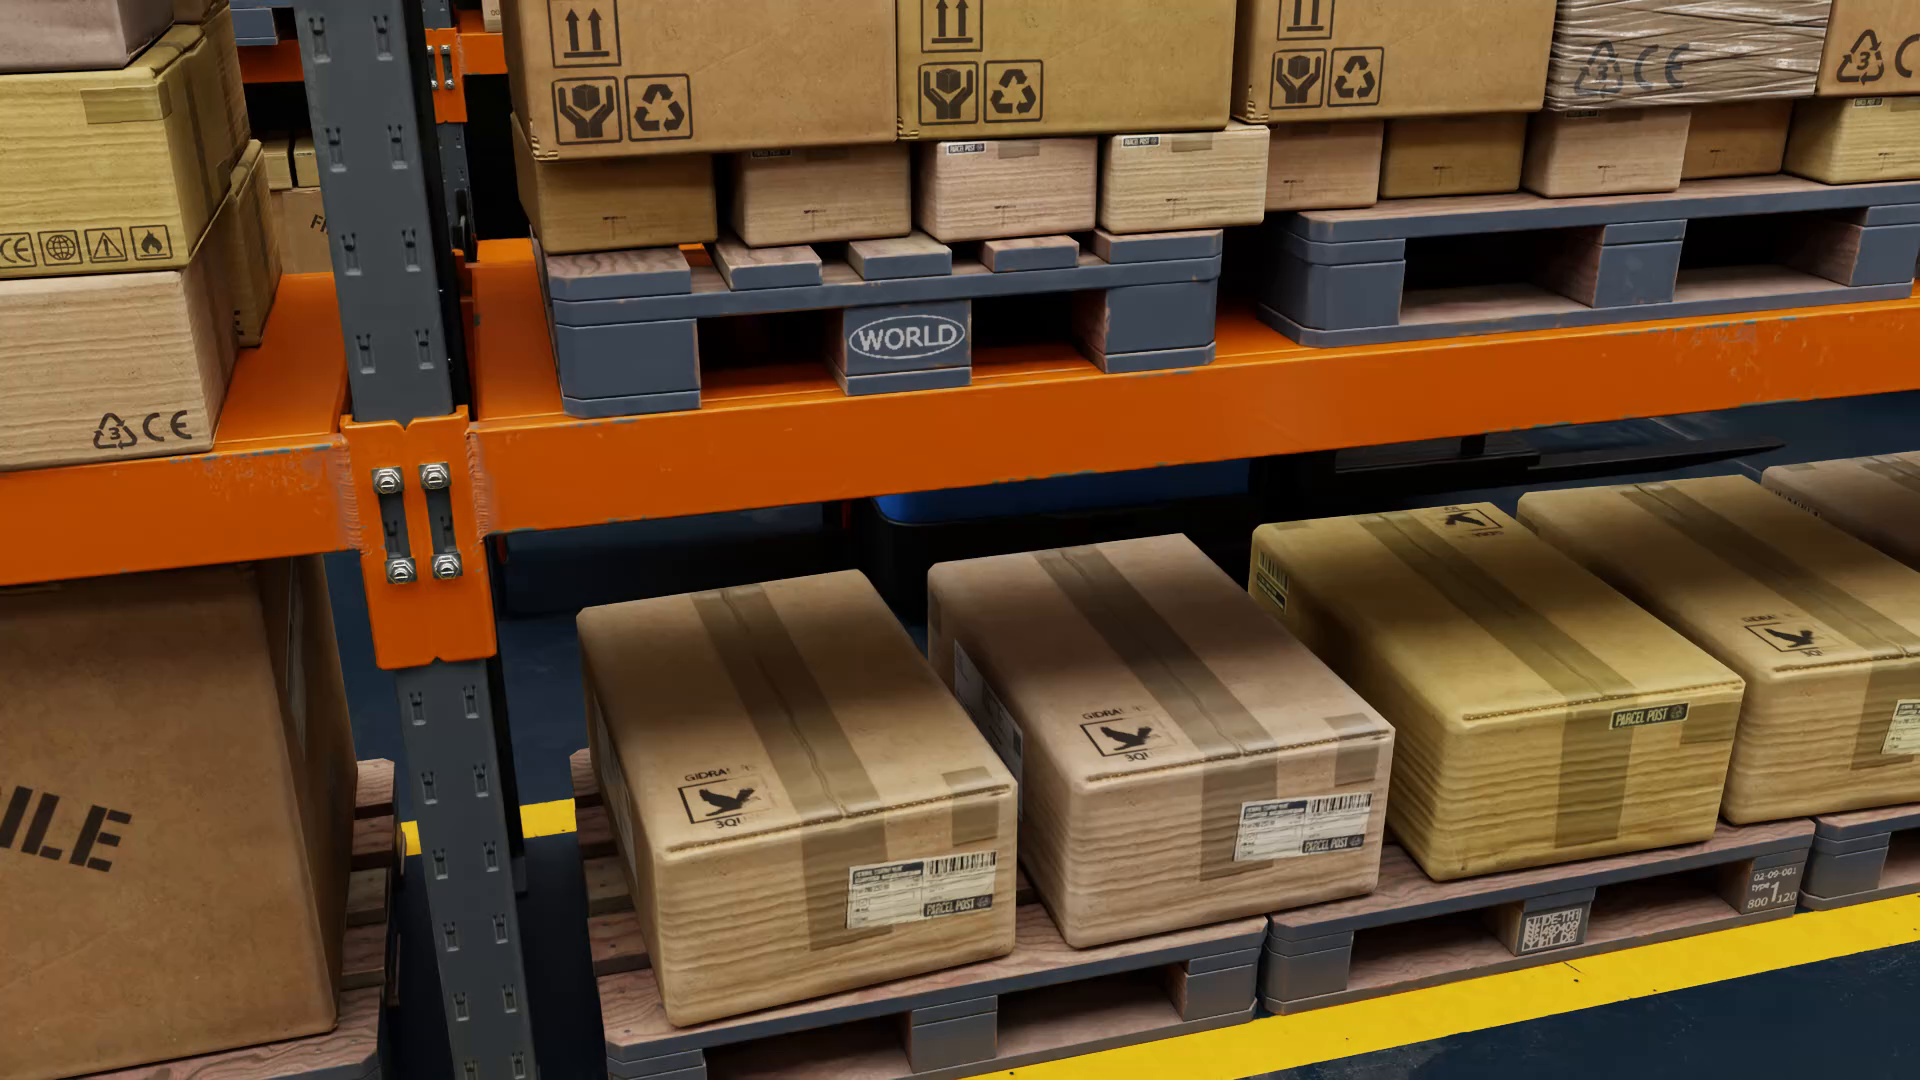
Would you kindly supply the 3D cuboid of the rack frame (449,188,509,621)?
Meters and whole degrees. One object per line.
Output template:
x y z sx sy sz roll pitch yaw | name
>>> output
-1.358 -0.385 4.721 0.032 1.125 0.500 -6 24 -13 | rack frame

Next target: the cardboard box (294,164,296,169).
-2.721 -1.506 7.592 0.500 0.500 0.500 -5 24 -12 | cardboard box

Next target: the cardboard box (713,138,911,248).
-0.251 -0.575 2.571 0.250 0.149 0.380 -8 24 -18 | cardboard box

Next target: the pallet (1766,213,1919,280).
2.181 -0.828 3.618 1.213 0.211 1.003 -6 24 -14 | pallet

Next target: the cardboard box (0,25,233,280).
-1.293 -0.529 2.234 0.500 0.250 0.500 -6 24 -15 | cardboard box

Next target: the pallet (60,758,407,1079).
-1.675 0.821 3.069 1.213 0.211 1.003 -6 24 -14 | pallet

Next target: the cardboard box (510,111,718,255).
-0.532 -0.557 2.531 0.250 0.149 0.380 -8 24 -17 | cardboard box

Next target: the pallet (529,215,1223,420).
-0.238 -0.544 2.957 1.003 0.211 1.213 -6 24 -14 | pallet

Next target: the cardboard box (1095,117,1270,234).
0.295 -0.608 2.648 0.250 0.149 0.380 -6 24 -14 | cardboard box

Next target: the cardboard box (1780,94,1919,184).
1.549 -0.757 2.995 0.250 0.149 0.380 -6 24 -14 | cardboard box

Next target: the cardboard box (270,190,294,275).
-3.074 -1.268 7.039 0.500 0.500 0.500 -7 24 -15 | cardboard box

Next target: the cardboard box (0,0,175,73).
-1.323 -0.867 2.071 0.500 0.500 0.500 -7 24 -16 | cardboard box

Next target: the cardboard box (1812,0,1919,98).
1.597 -1.075 2.915 0.500 0.500 0.500 -5 24 -13 | cardboard box

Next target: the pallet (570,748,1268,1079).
-0.143 0.683 3.391 1.213 0.211 1.003 -6 24 -14 | pallet

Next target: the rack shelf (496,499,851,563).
-0.865 -0.209 4.931 1.000 0.278 0.538 -6 24 -13 | rack shelf

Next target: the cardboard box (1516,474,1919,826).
1.760 0.207 3.762 0.625 0.372 0.950 -5 24 -11 | cardboard box

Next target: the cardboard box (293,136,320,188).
-2.647 -1.593 6.974 0.250 0.149 0.380 -8 24 -17 | cardboard box

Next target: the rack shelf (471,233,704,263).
-0.865 -0.703 4.719 1.000 0.278 0.538 -6 24 -13 | rack shelf

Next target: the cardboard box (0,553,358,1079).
-1.583 0.310 2.886 0.875 0.875 0.875 -7 24 -15 | cardboard box

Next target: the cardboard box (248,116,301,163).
-3.089 -1.787 7.425 0.250 0.149 0.380 -6 24 -13 | cardboard box

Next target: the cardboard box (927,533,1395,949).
0.360 0.361 3.405 0.625 0.372 0.950 -7 24 -15 | cardboard box

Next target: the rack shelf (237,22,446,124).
-4.166 -1.856 6.684 4.000 0.370 1.077 -6 24 -14 | rack shelf

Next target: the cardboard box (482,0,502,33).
-1.747 -2.285 6.962 0.500 0.250 0.500 -6 24 -14 | cardboard box

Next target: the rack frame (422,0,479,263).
-2.240 -2.400 7.039 0.127 3.000 1.000 -6 24 -14 | rack frame

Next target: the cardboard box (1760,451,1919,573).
2.452 0.130 3.944 0.625 0.372 0.950 -6 24 -14 | cardboard box

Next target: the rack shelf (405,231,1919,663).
1.030 -0.398 3.286 4.000 0.370 1.077 -6 24 -14 | rack shelf

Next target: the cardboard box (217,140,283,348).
-1.435 -0.490 2.779 0.500 0.250 0.500 -7 24 -15 | cardboard box

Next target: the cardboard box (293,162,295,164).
-3.199 -1.461 7.488 0.500 0.500 0.500 -6 24 -14 | cardboard box

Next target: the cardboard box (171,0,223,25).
-1.436 -1.062 2.525 0.500 0.500 0.500 -7 24 -16 | cardboard box

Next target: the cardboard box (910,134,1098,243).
0.025 -0.586 2.598 0.250 0.149 0.380 -8 24 -18 | cardboard box

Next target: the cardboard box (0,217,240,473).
-1.312 -0.294 2.322 0.500 0.250 0.500 -7 24 -16 | cardboard box

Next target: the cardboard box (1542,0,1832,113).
1.093 -1.019 2.784 0.500 0.500 0.500 -7 24 -16 | cardboard box

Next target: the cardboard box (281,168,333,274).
-2.589 -1.317 7.154 0.500 0.500 0.500 -6 24 -13 | cardboard box

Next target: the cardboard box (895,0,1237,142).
0.100 -0.910 2.529 0.500 0.500 0.500 -5 24 -12 | cardboard box

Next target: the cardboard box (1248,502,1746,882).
1.091 0.282 3.588 0.625 0.372 0.950 -6 24 -13 | cardboard box

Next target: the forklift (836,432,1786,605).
1.142 -1.436 4.881 3.031 2.935 1.130 -6 24 -13 | forklift

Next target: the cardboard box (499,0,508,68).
-0.533 -1.045 2.846 0.500 0.500 0.500 -7 24 -16 | cardboard box

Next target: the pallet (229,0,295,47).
-2.874 -2.213 6.846 1.003 0.211 1.213 -6 24 -14 | pallet

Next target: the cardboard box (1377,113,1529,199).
0.768 -0.708 2.882 0.250 0.149 0.380 -5 24 -12 | cardboard box

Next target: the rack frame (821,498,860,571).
-0.372 -0.482 4.948 0.032 1.125 0.500 -6 24 -13 | rack frame

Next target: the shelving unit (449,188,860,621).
-0.865 -0.434 4.834 1.048 1.125 0.538 -6 24 -13 | shelving unit

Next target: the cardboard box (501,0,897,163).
-0.400 -0.851 2.394 0.500 0.500 0.500 -7 24 -16 | cardboard box

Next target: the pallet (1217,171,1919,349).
0.999 -0.654 3.213 1.213 0.211 1.003 -6 24 -14 | pallet

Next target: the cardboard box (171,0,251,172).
-1.450 -0.716 2.672 0.500 0.250 0.500 -6 24 -15 | cardboard box

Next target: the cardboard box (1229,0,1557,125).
0.610 -0.969 2.667 0.500 0.500 0.500 -6 24 -13 | cardboard box

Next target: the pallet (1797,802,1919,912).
2.207 0.423 3.996 1.213 0.211 1.003 -6 24 -14 | pallet

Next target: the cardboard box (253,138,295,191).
-2.901 -1.553 6.879 0.250 0.149 0.380 -8 24 -17 | cardboard box

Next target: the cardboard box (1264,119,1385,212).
0.506 -0.663 2.777 0.250 0.149 0.380 -5 24 -11 | cardboard box

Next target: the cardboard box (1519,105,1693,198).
1.037 -0.711 2.889 0.250 0.149 0.380 -6 24 -13 | cardboard box

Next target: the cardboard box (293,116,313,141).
-2.826 -1.805 7.467 0.250 0.149 0.380 -5 24 -12 | cardboard box

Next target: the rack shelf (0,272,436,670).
-2.821 0.028 2.293 4.000 0.370 1.077 -6 24 -14 | rack shelf

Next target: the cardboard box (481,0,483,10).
-1.876 -2.476 7.406 0.500 0.250 0.500 -7 24 -15 | cardboard box

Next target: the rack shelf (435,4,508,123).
-0.314 -2.282 7.677 4.000 0.370 1.077 -6 24 -14 | rack shelf

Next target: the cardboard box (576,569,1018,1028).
-0.349 0.442 3.215 0.625 0.372 0.950 -8 24 -18 | cardboard box

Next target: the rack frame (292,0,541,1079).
-0.895 -0.516 2.648 0.127 3.000 1.000 -6 24 -14 | rack frame

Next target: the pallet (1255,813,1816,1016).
1.030 0.554 3.690 1.213 0.211 1.003 -6 24 -14 | pallet

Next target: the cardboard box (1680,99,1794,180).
1.267 -0.768 3.021 0.250 0.149 0.380 -7 24 -16 | cardboard box
